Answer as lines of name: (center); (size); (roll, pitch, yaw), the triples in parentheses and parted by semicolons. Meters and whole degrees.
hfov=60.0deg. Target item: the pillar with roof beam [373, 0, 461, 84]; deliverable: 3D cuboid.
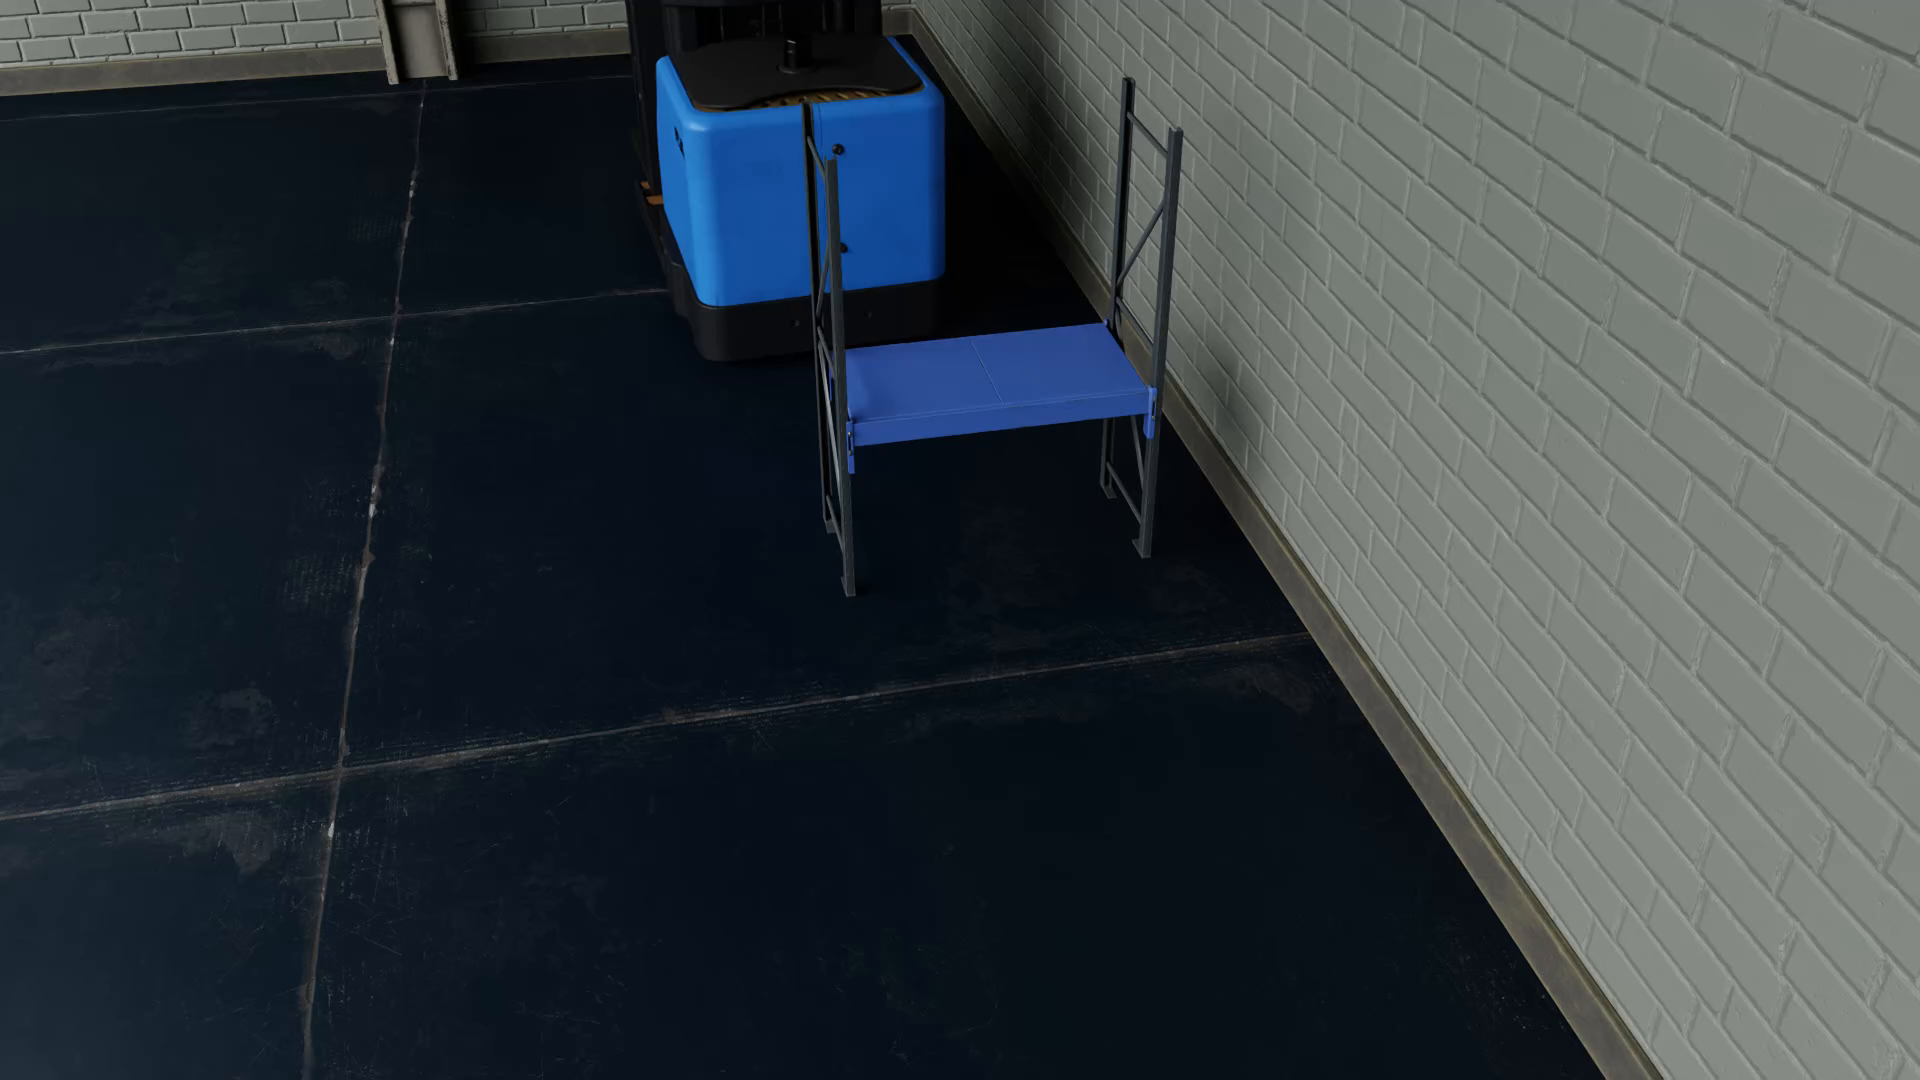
pillar with roof beam: (-2.226, -4.168, 3.886); (0.400, 9.000, 9.100); (-7, 35, -11)

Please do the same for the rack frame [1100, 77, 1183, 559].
rack frame: (0.579, -0.696, 5.441); (0.032, 1.500, 0.500); (-7, 35, -11)

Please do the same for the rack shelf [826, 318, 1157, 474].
rack shelf: (0.083, -0.484, 5.448); (1.000, 0.185, 0.538); (-7, 35, -11)

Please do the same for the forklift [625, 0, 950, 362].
forklift: (-0.951, -2.750, 7.217); (1.130, 2.935, 3.031); (-9, 35, -14)

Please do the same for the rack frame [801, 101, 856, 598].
rack frame: (-0.413, -0.571, 5.255); (0.032, 1.500, 0.500); (-7, 35, -11)

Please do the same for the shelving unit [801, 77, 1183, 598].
shelving unit: (0.083, -0.633, 5.348); (1.048, 1.500, 0.538); (-7, 35, -11)
